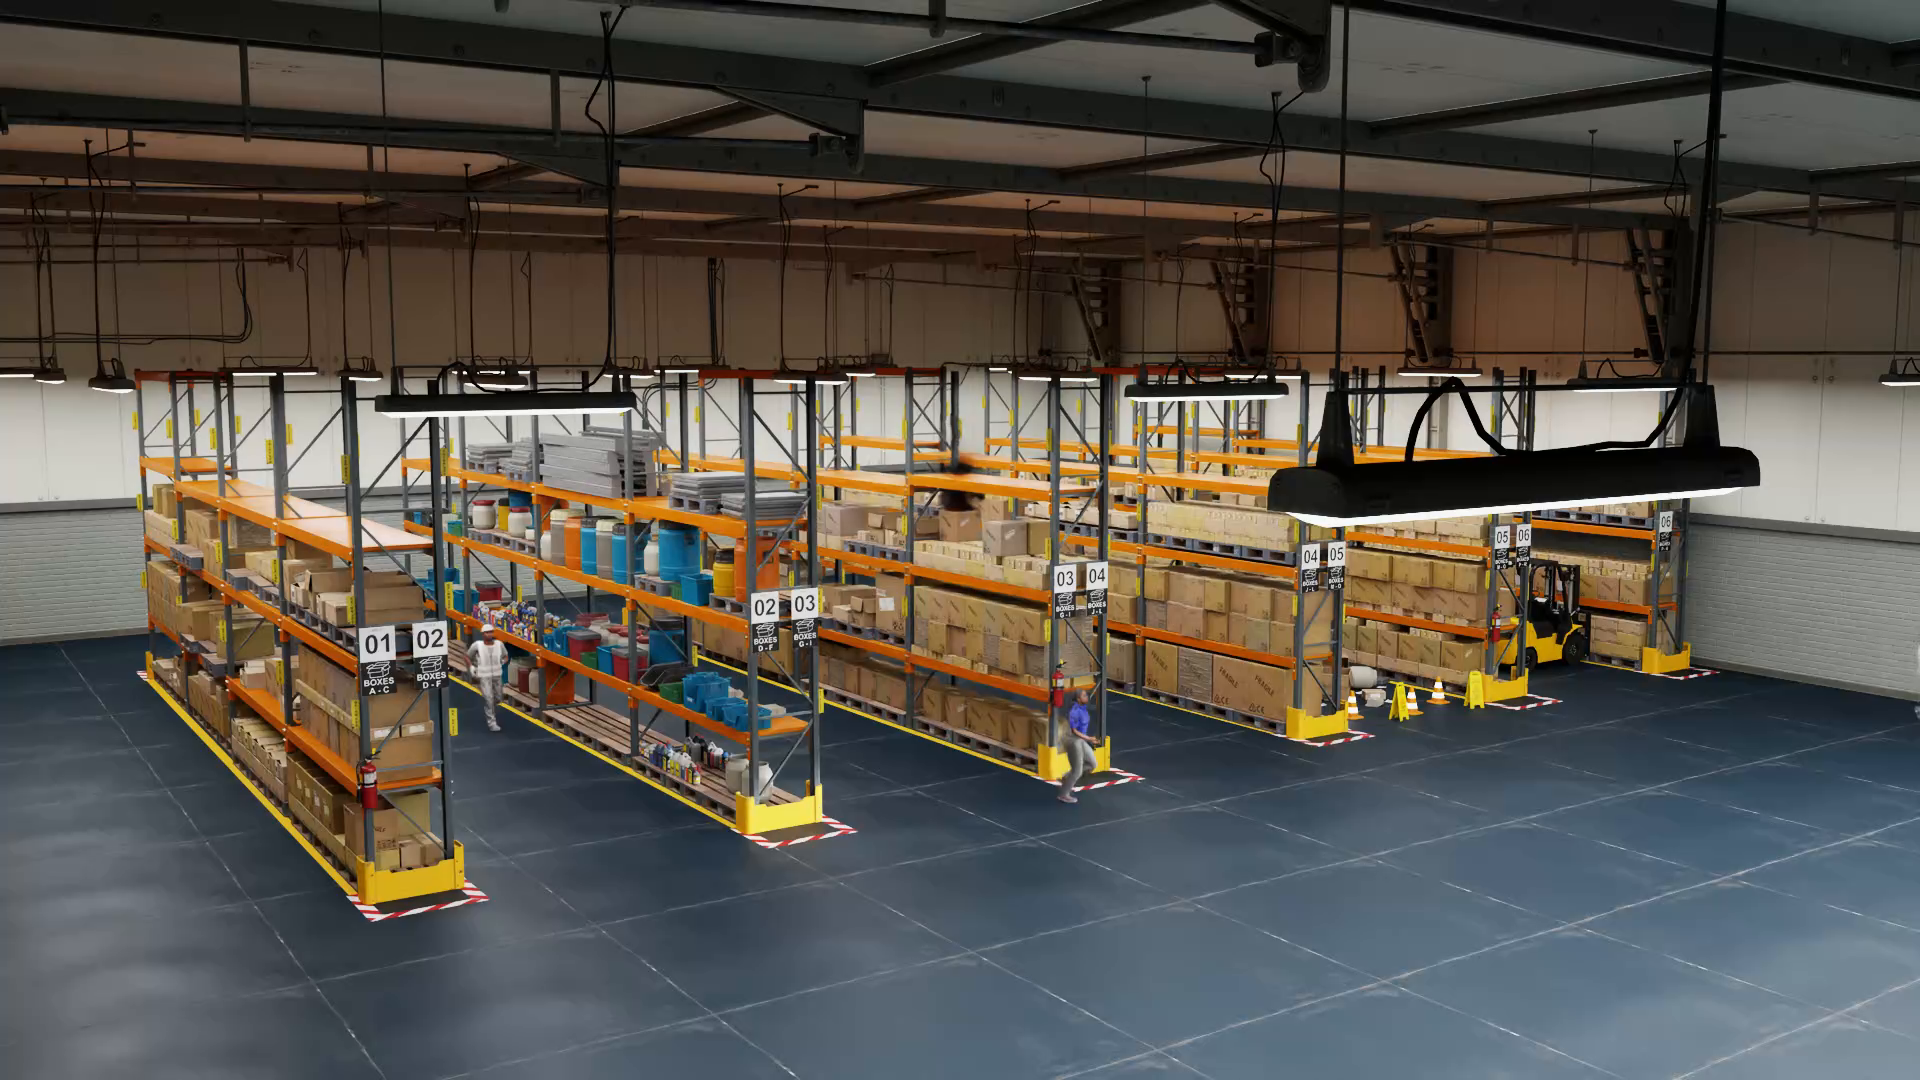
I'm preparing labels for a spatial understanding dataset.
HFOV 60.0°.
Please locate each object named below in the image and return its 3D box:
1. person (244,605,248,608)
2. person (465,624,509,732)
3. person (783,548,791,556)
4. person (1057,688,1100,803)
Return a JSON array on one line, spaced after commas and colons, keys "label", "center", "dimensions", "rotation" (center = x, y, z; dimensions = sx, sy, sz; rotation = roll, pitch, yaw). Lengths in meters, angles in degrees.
[{"label": "person", "center": [-14.308, 1.655, 33.595], "dimensions": [0.979, 1.776, 0.704], "rotation": [2, 7, 14]}, {"label": "person", "center": [-7.921, 2.294, 27.980], "dimensions": [0.696, 1.763, 0.941], "rotation": [-4, 8, -34]}, {"label": "person", "center": [-4.437, 0.912, 41.324], "dimensions": [0.550, 1.565, 0.651], "rotation": [-4, 8, -33]}, {"label": "person", "center": [1.707, 2.884, 23.490], "dimensions": [0.604, 1.613, 0.614], "rotation": [2, 7, 19]}]
